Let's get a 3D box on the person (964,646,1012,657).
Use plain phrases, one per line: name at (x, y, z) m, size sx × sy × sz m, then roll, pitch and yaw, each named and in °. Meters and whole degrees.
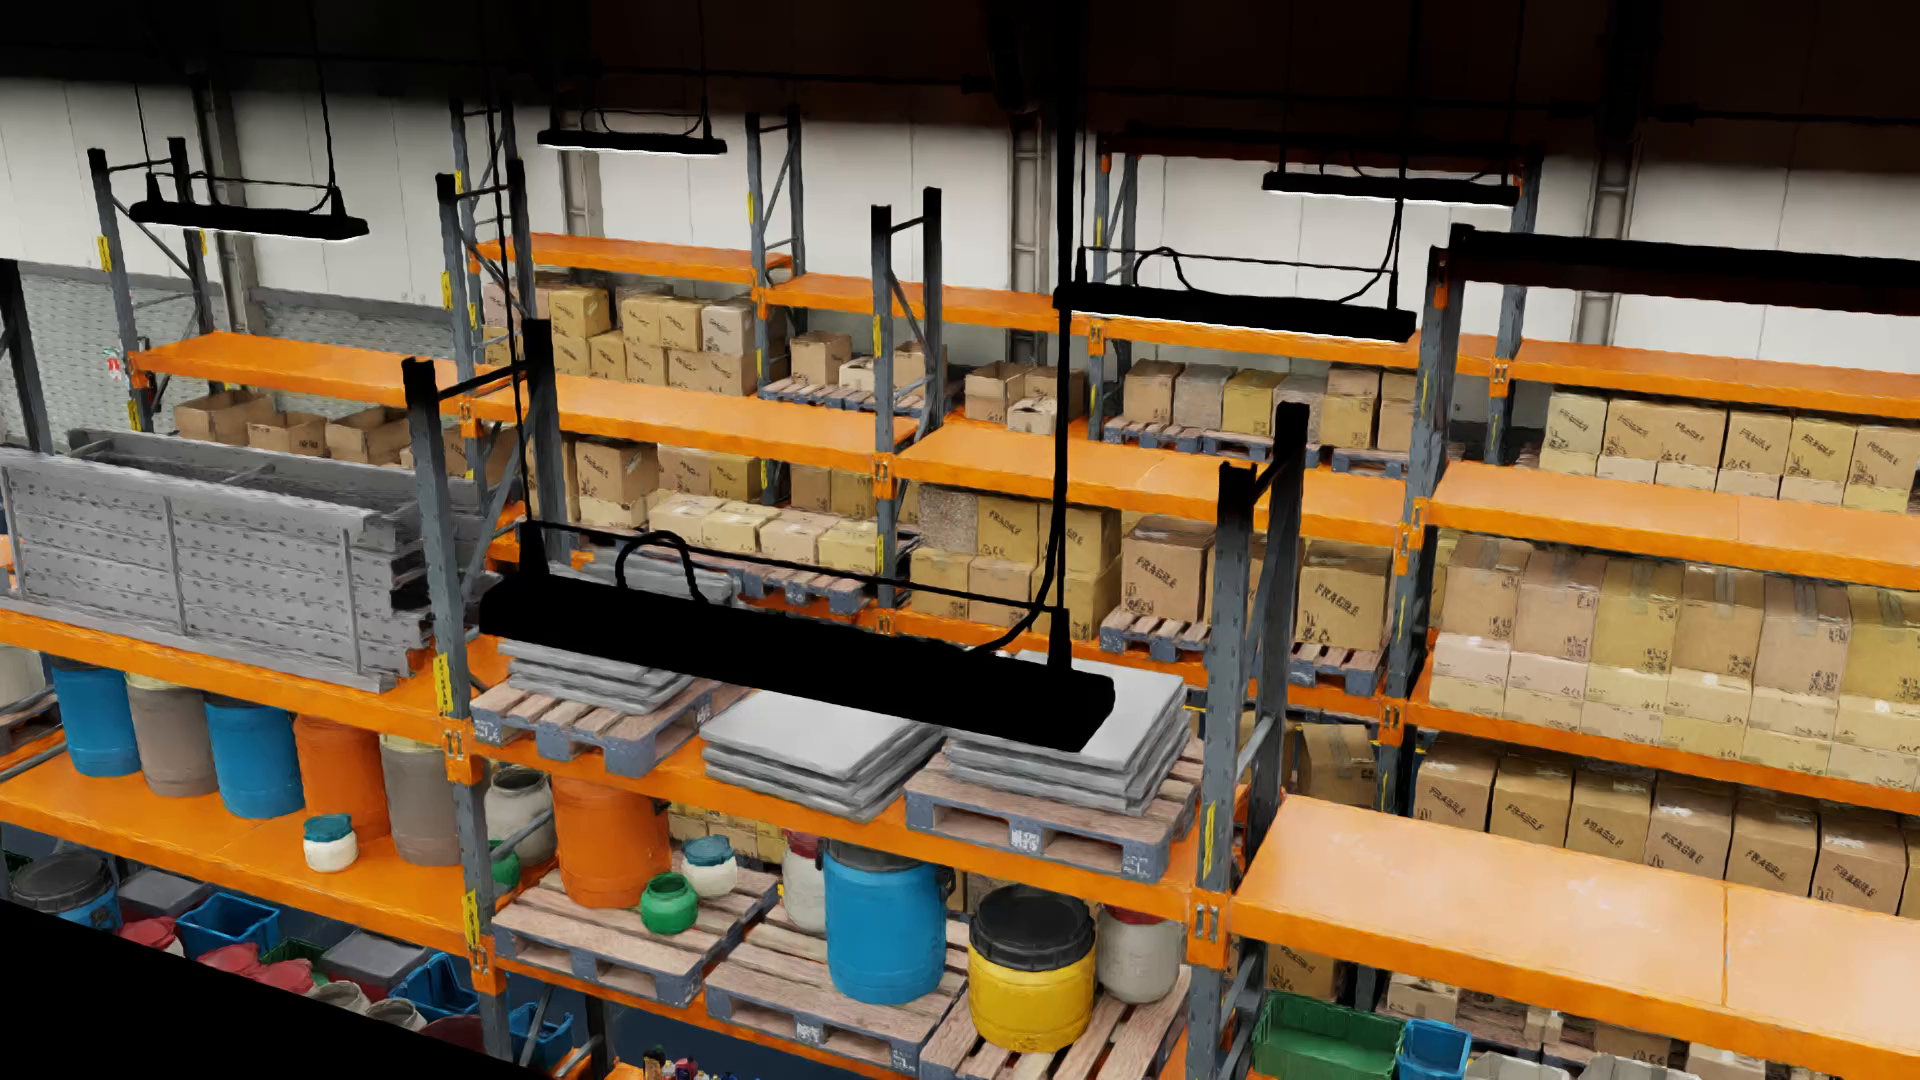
person at (0.275, 1.606, 15.842) m, size 0.614 × 1.774 × 0.450 m, roll -2°, pitch 21°, yaw -7°
